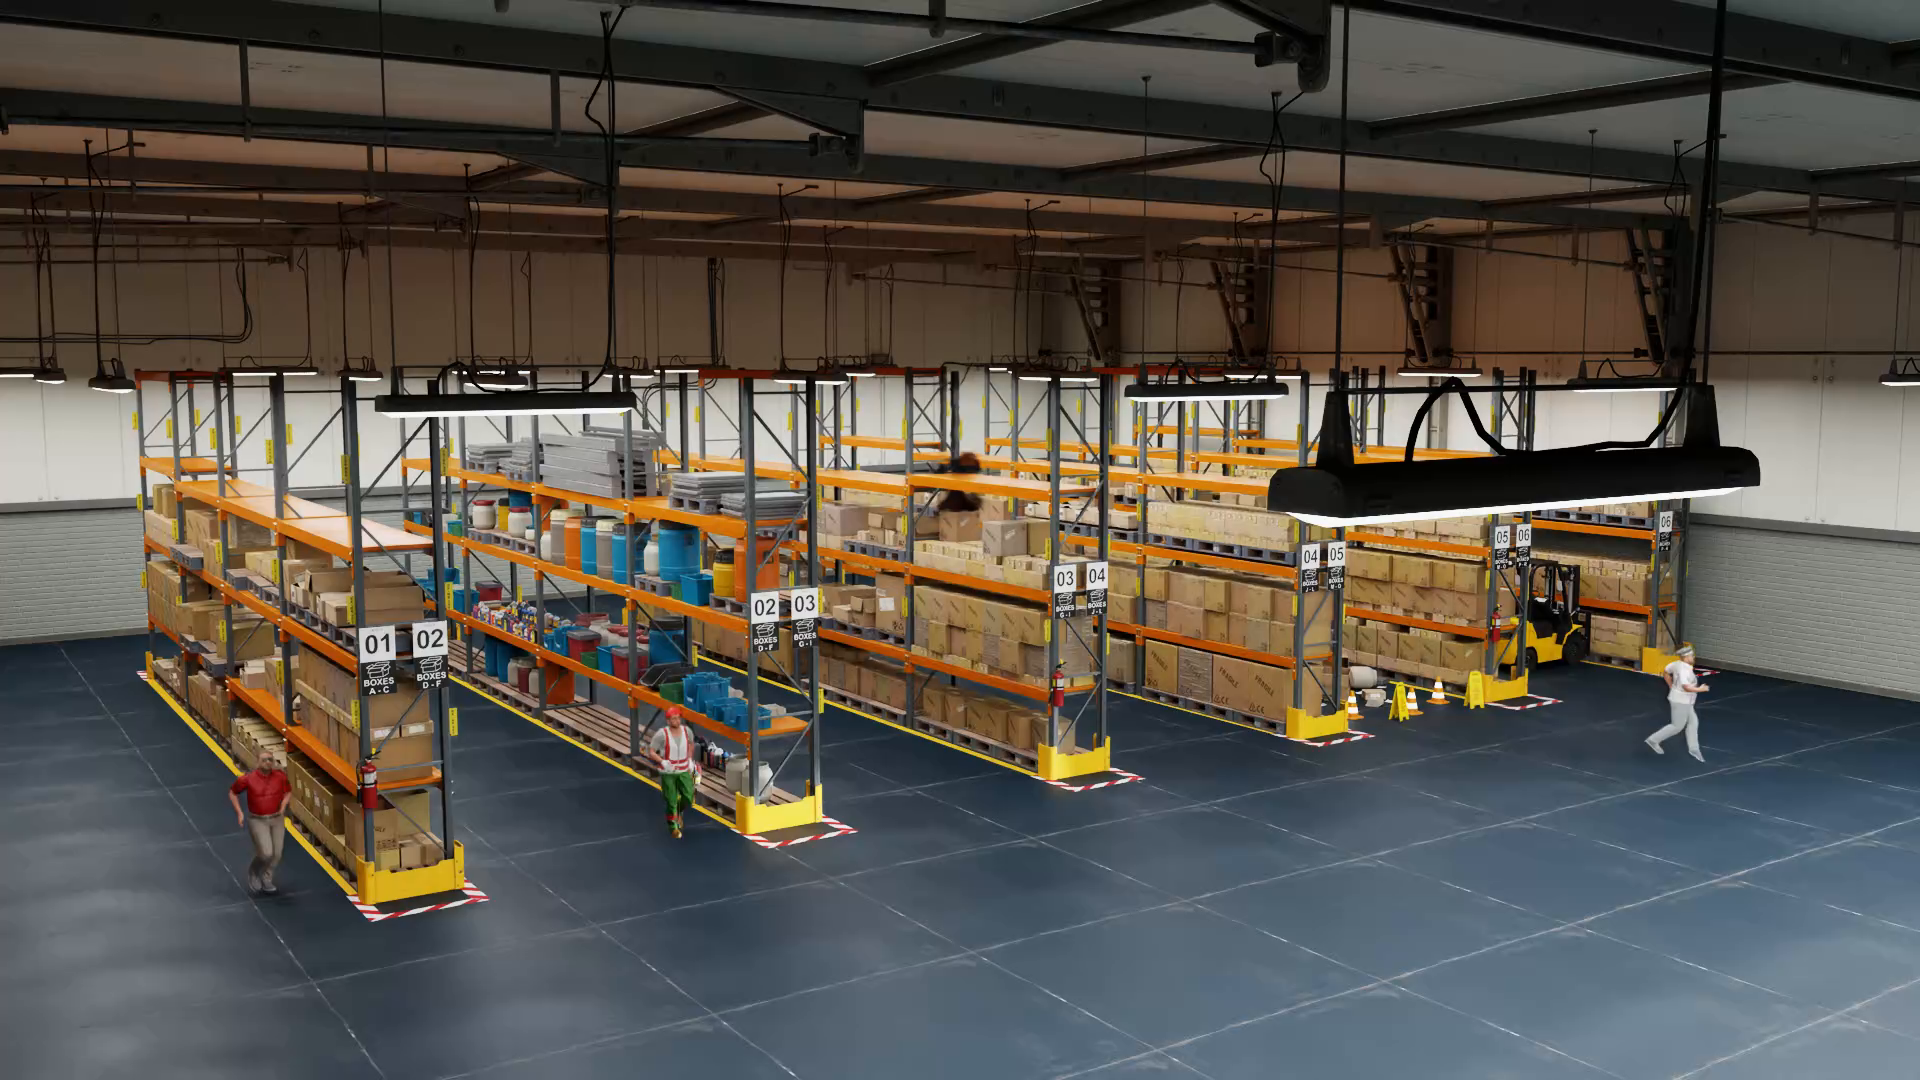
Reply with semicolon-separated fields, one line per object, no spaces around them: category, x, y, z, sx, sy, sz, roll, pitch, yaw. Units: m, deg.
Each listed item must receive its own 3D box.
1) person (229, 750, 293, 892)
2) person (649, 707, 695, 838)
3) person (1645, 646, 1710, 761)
person;-8.077;3.302;19.399;0.633;1.693;0.646;6;9;44
person;-3.703;3.032;21.679;0.666;1.746;0.590;-4;8;-31
person;11.185;2.558;25.891;0.913;1.848;0.691;2;7;16
